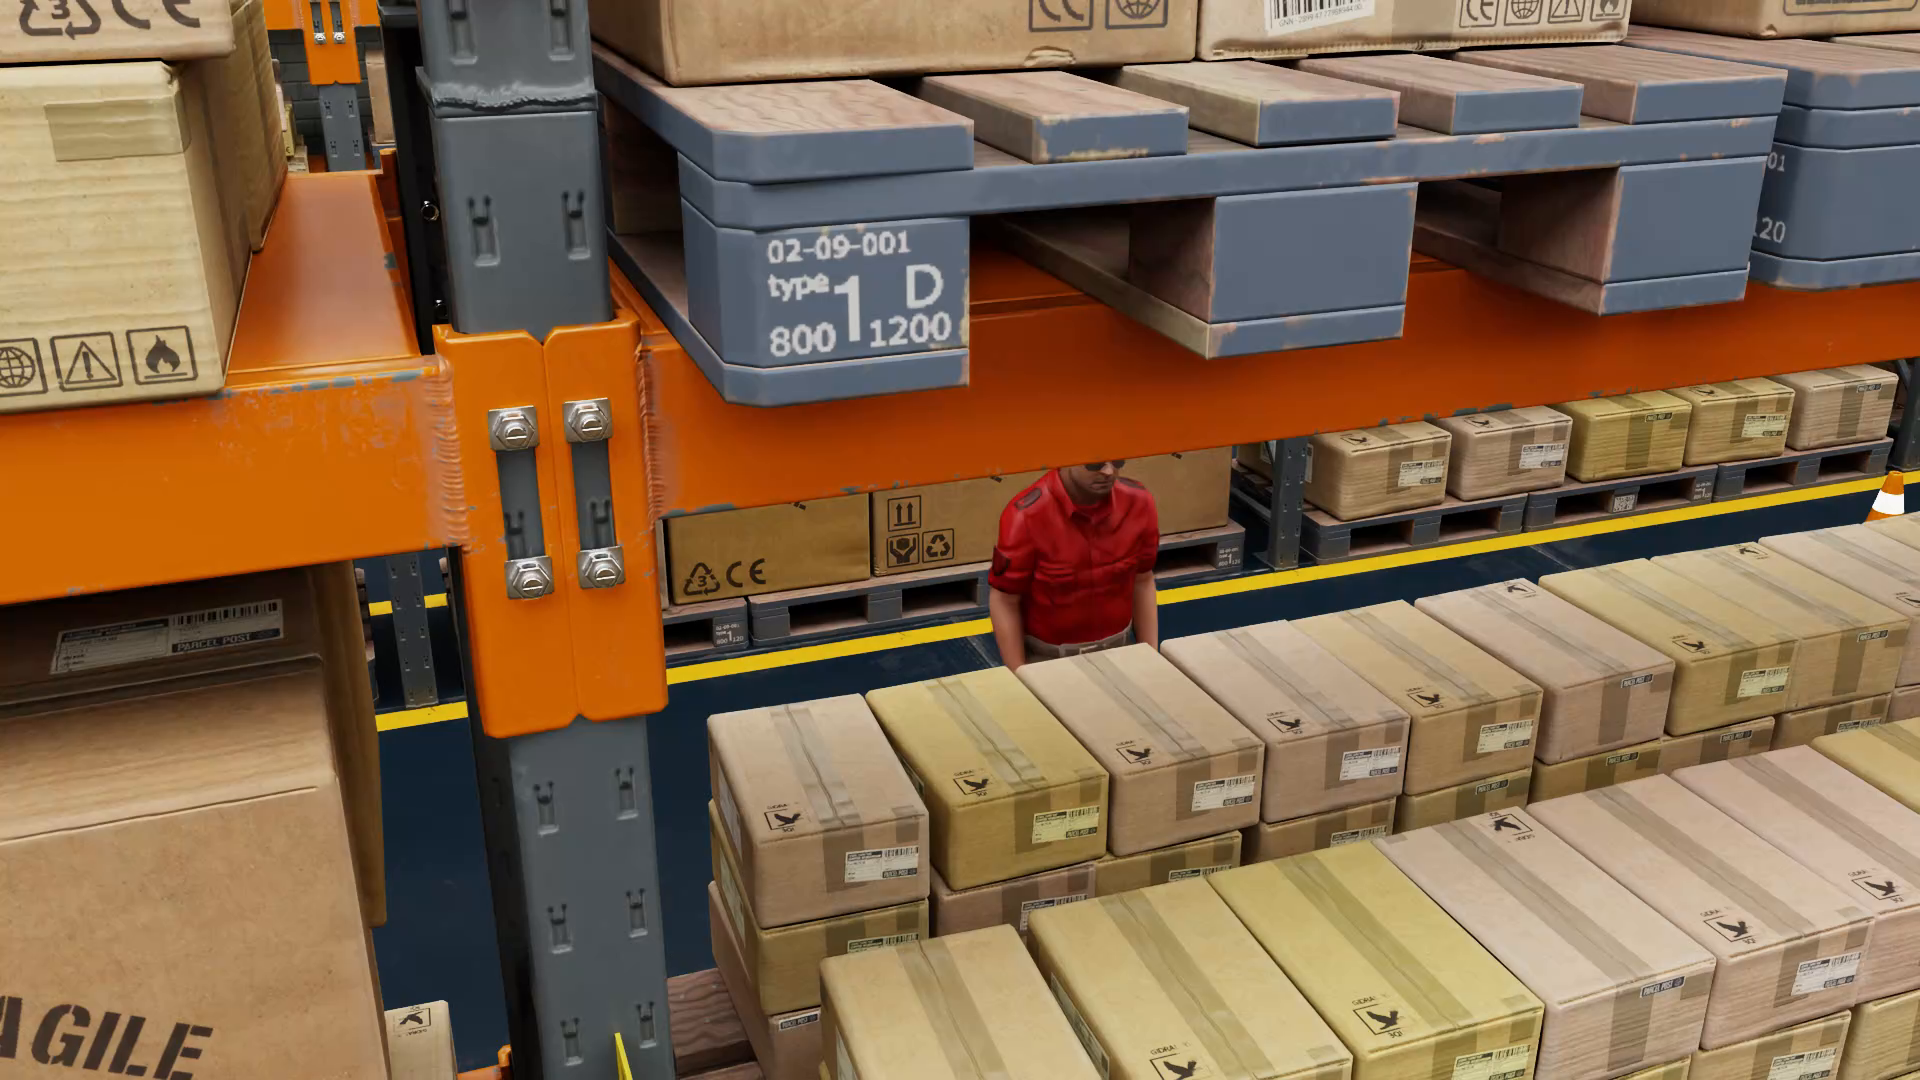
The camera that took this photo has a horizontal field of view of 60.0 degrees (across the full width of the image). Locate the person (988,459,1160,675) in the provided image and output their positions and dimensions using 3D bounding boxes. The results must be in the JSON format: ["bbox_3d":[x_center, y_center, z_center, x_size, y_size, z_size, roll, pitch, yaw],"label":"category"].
[{"bbox_3d":[0.356,0.420,5.085,0.558,1.731,0.392,-9,24,-20],"label":"person"}]
